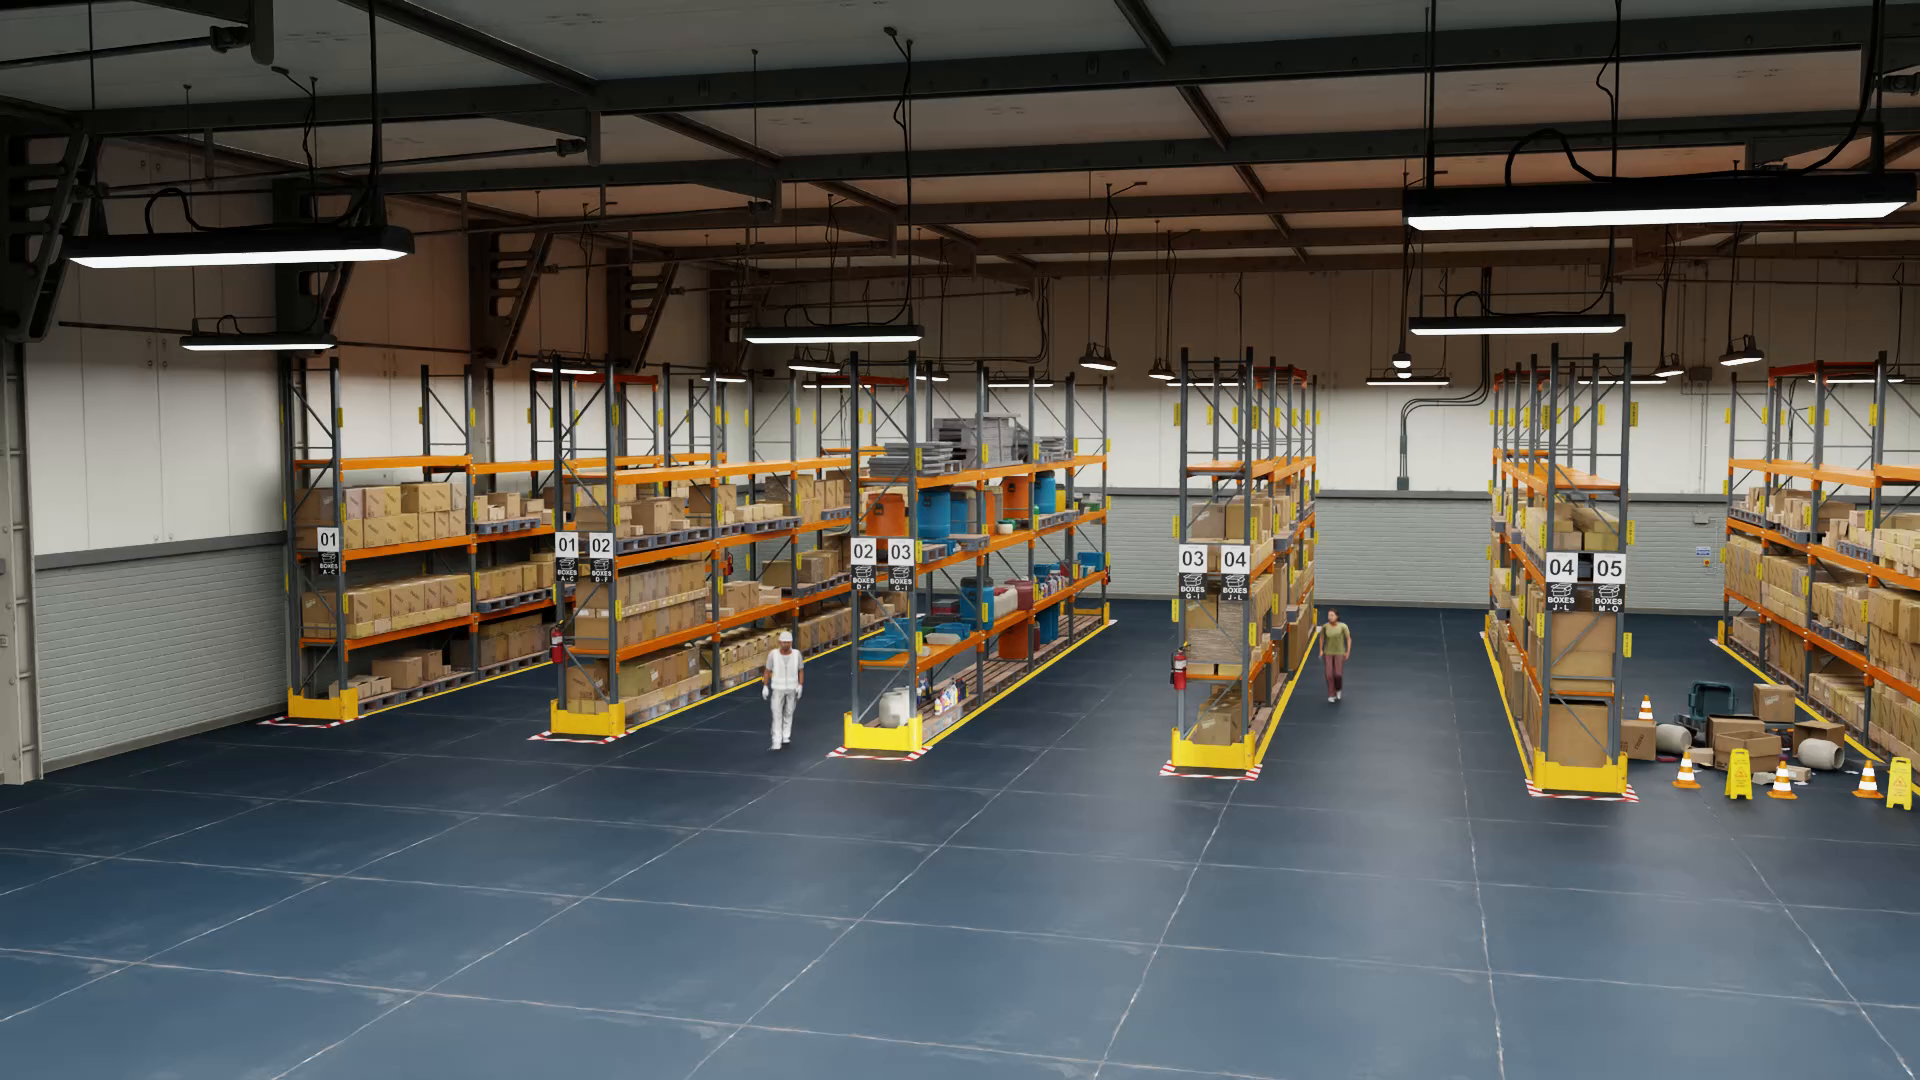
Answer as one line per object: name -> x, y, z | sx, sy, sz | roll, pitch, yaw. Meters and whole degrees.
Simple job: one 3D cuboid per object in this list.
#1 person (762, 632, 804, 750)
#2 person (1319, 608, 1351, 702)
person -> -2.652, 2.256, 25.164 | 0.612, 1.735, 0.942 | -1, 4, -17
person -> 6.627, 2.027, 29.392 | 0.542, 1.656, 0.497 | 2, 5, 23
